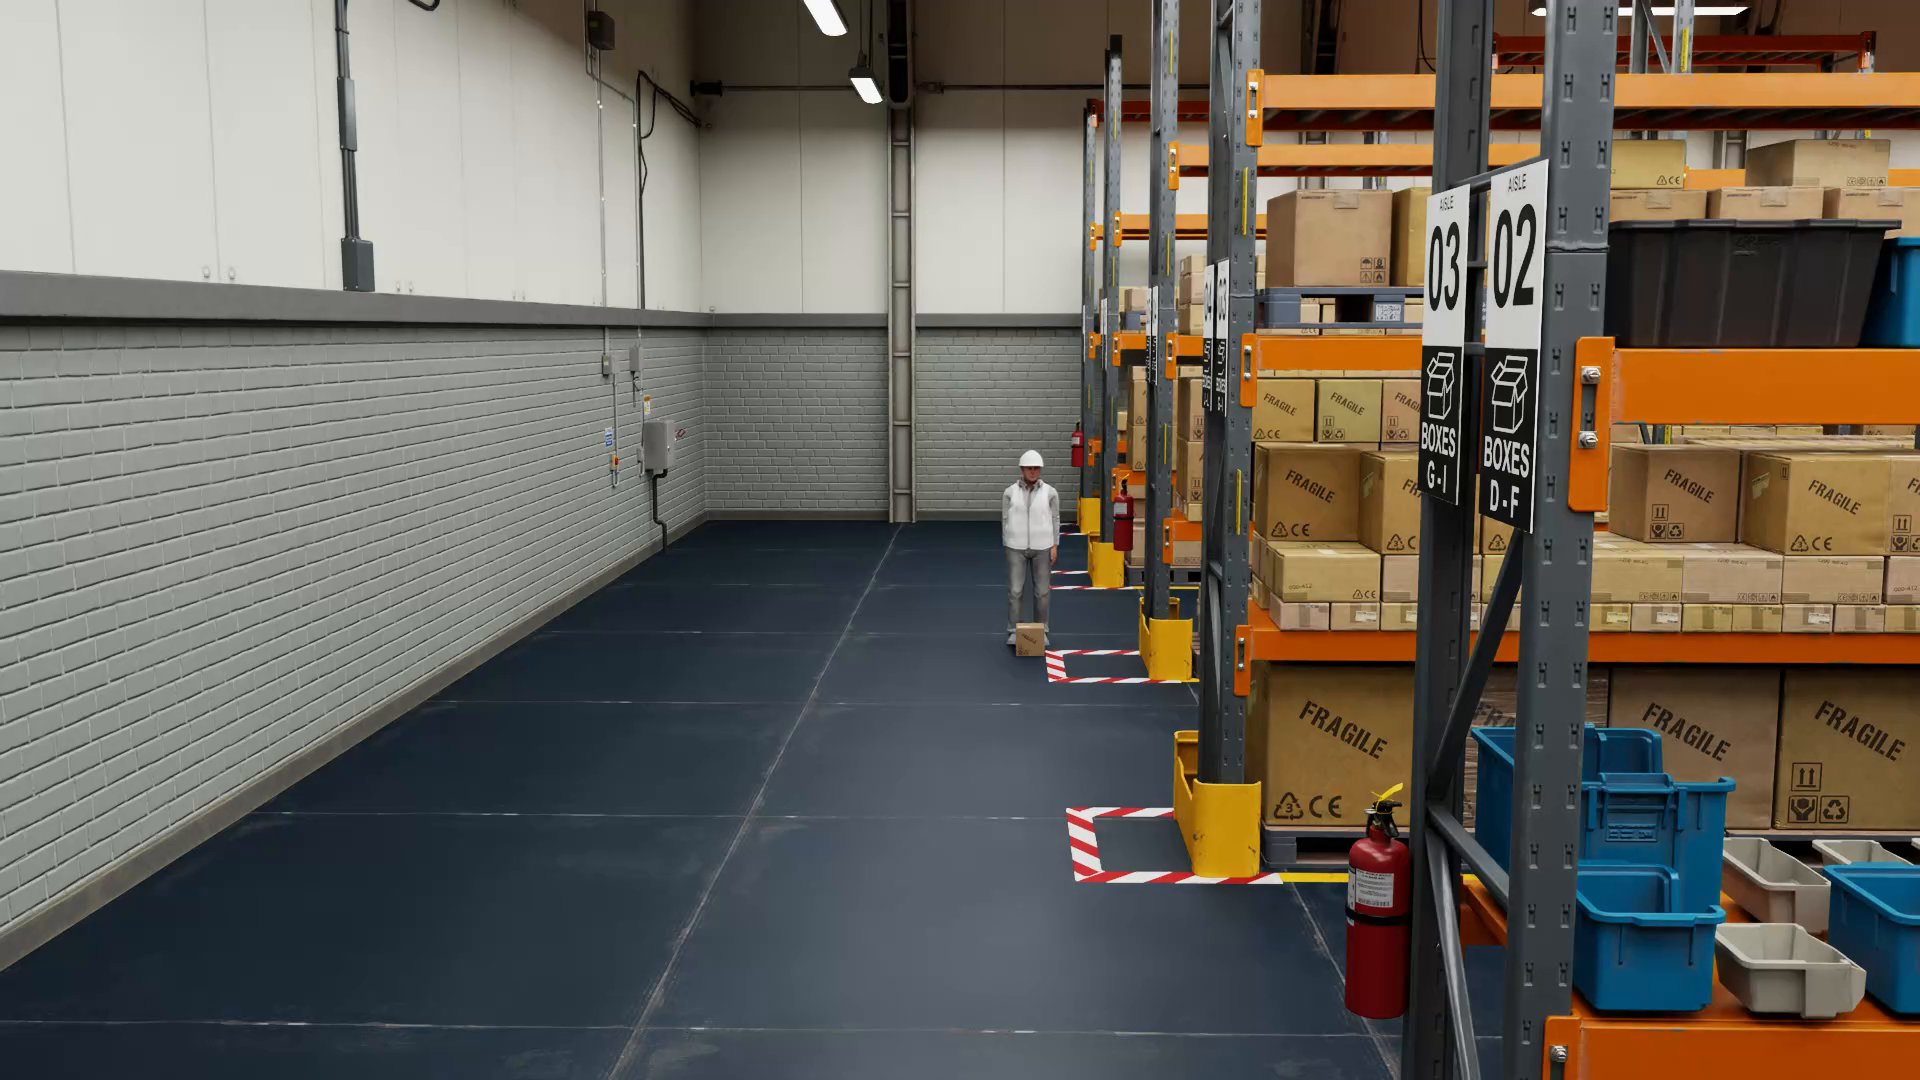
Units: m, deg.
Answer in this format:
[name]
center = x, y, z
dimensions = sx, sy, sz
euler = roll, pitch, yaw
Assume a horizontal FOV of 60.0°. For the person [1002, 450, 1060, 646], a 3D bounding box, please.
[person]
center = 0.644, 0.074, 15.114
dimensions = 0.531, 1.774, 0.359
euler = 0, 7, 3
